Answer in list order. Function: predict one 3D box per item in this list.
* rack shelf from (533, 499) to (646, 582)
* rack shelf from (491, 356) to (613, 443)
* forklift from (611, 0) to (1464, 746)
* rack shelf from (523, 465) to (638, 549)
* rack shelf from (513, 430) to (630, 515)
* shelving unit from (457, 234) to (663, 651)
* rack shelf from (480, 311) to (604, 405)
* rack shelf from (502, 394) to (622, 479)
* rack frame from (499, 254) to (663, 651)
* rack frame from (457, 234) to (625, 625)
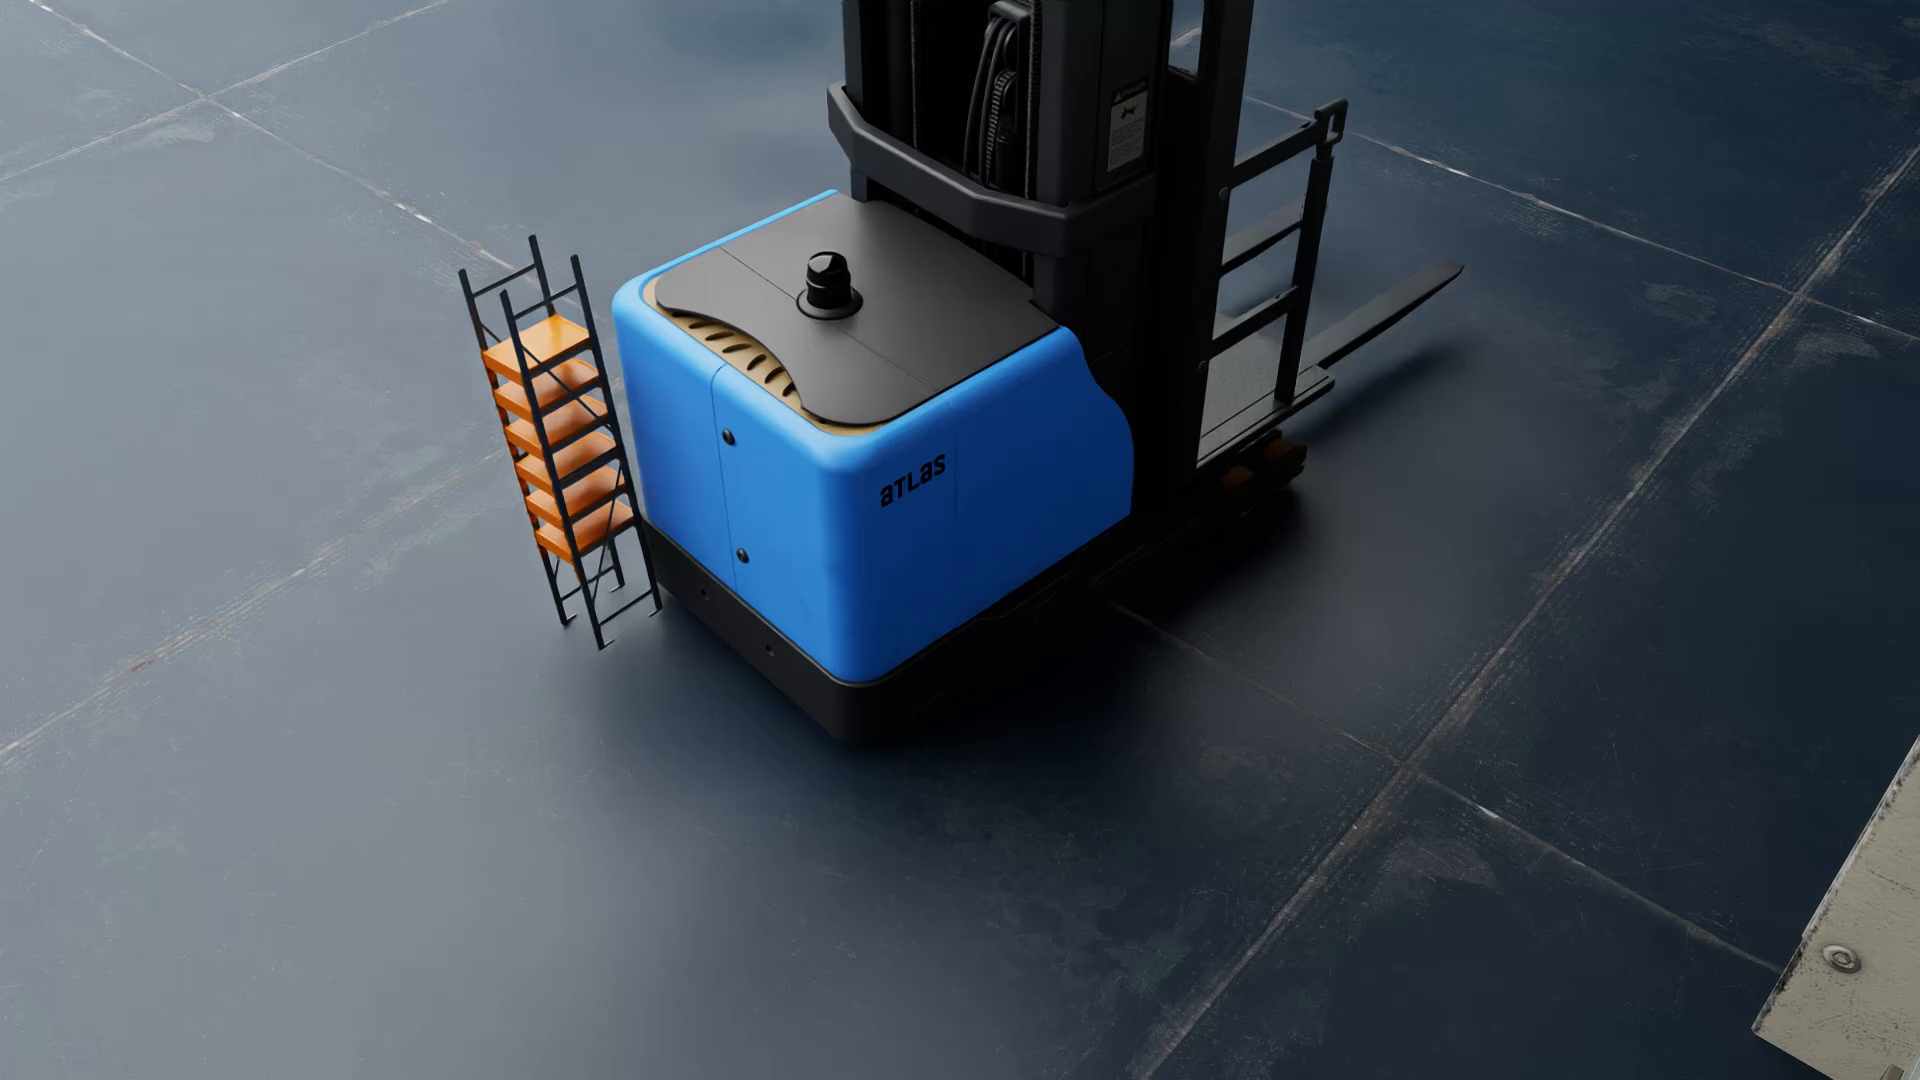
[{"bbox_3d":[-1.065,-0.017,4.788,0.180,0.103,0.258,28,49,34],"label":"rack shelf"},{"bbox_3d":[-1.099,-0.392,4.490,0.180,0.103,0.258,28,49,34],"label":"rack shelf"},{"bbox_3d":[0.485,-1.389,4.599,3.031,2.935,1.130,-32,51,-30],"label":"forklift"},{"bbox_3d":[-1.073,-0.111,4.713,0.180,0.103,0.258,28,49,34],"label":"rack shelf"},{"bbox_3d":[-1.082,-0.204,4.639,0.180,0.103,0.258,28,49,34],"label":"rack shelf"},{"bbox_3d":[-1.085,-0.239,4.611,0.189,1.200,0.258,28,49,34],"label":"shelving unit"},{"bbox_3d":[-1.108,-0.485,4.415,0.180,0.103,0.258,28,49,34],"label":"rack shelf"},{"bbox_3d":[-1.091,-0.298,4.564,0.180,0.103,0.258,28,49,34],"label":"rack shelf"},{"bbox_3d":[-1.018,-0.204,4.559,0.006,1.200,0.240,28,49,34],"label":"rack frame"},{"bbox_3d":[-1.152,-0.274,4.663,0.006,1.200,0.240,28,49,34],"label":"rack frame"}]
